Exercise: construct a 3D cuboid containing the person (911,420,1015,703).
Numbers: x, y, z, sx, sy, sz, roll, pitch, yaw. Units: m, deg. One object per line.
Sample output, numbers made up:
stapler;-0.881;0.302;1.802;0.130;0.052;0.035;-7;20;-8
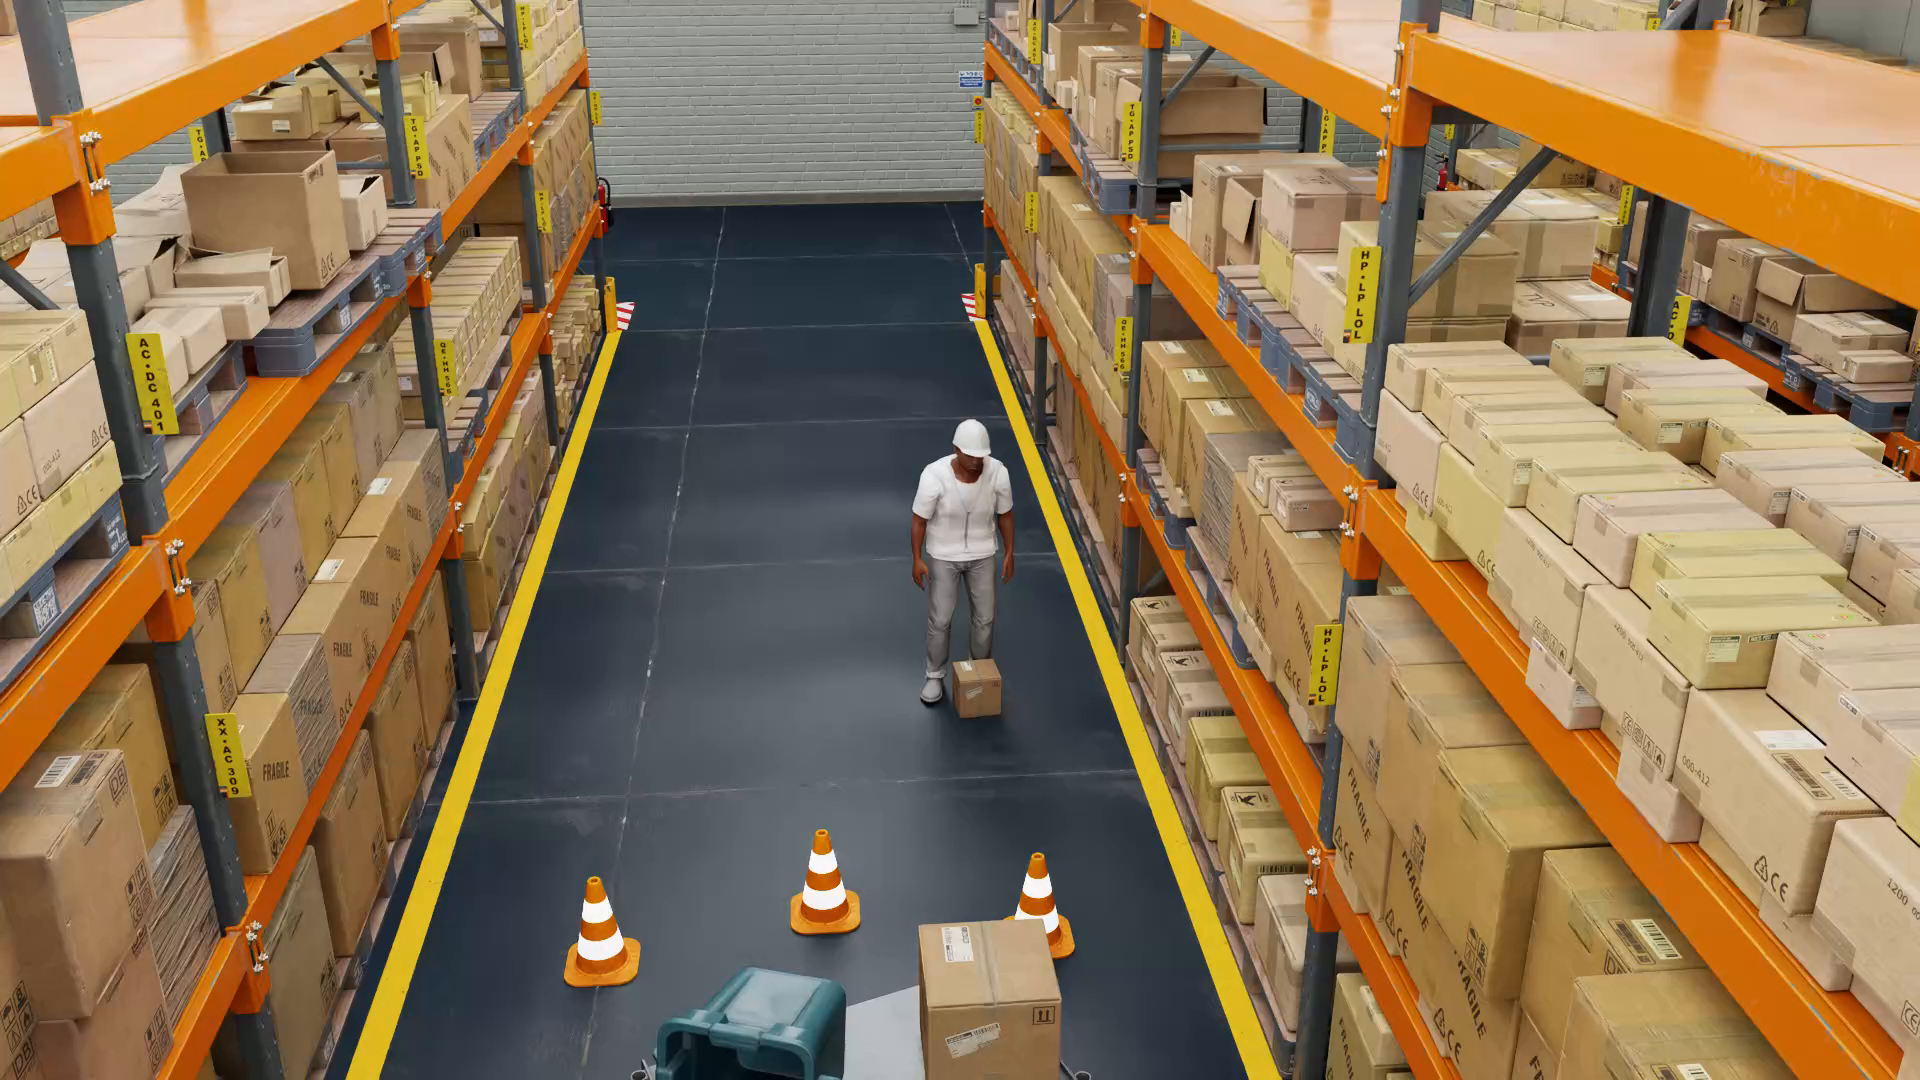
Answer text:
person;0.024;0.108;9.832;0.630;1.758;0.465;-5;24;-11
